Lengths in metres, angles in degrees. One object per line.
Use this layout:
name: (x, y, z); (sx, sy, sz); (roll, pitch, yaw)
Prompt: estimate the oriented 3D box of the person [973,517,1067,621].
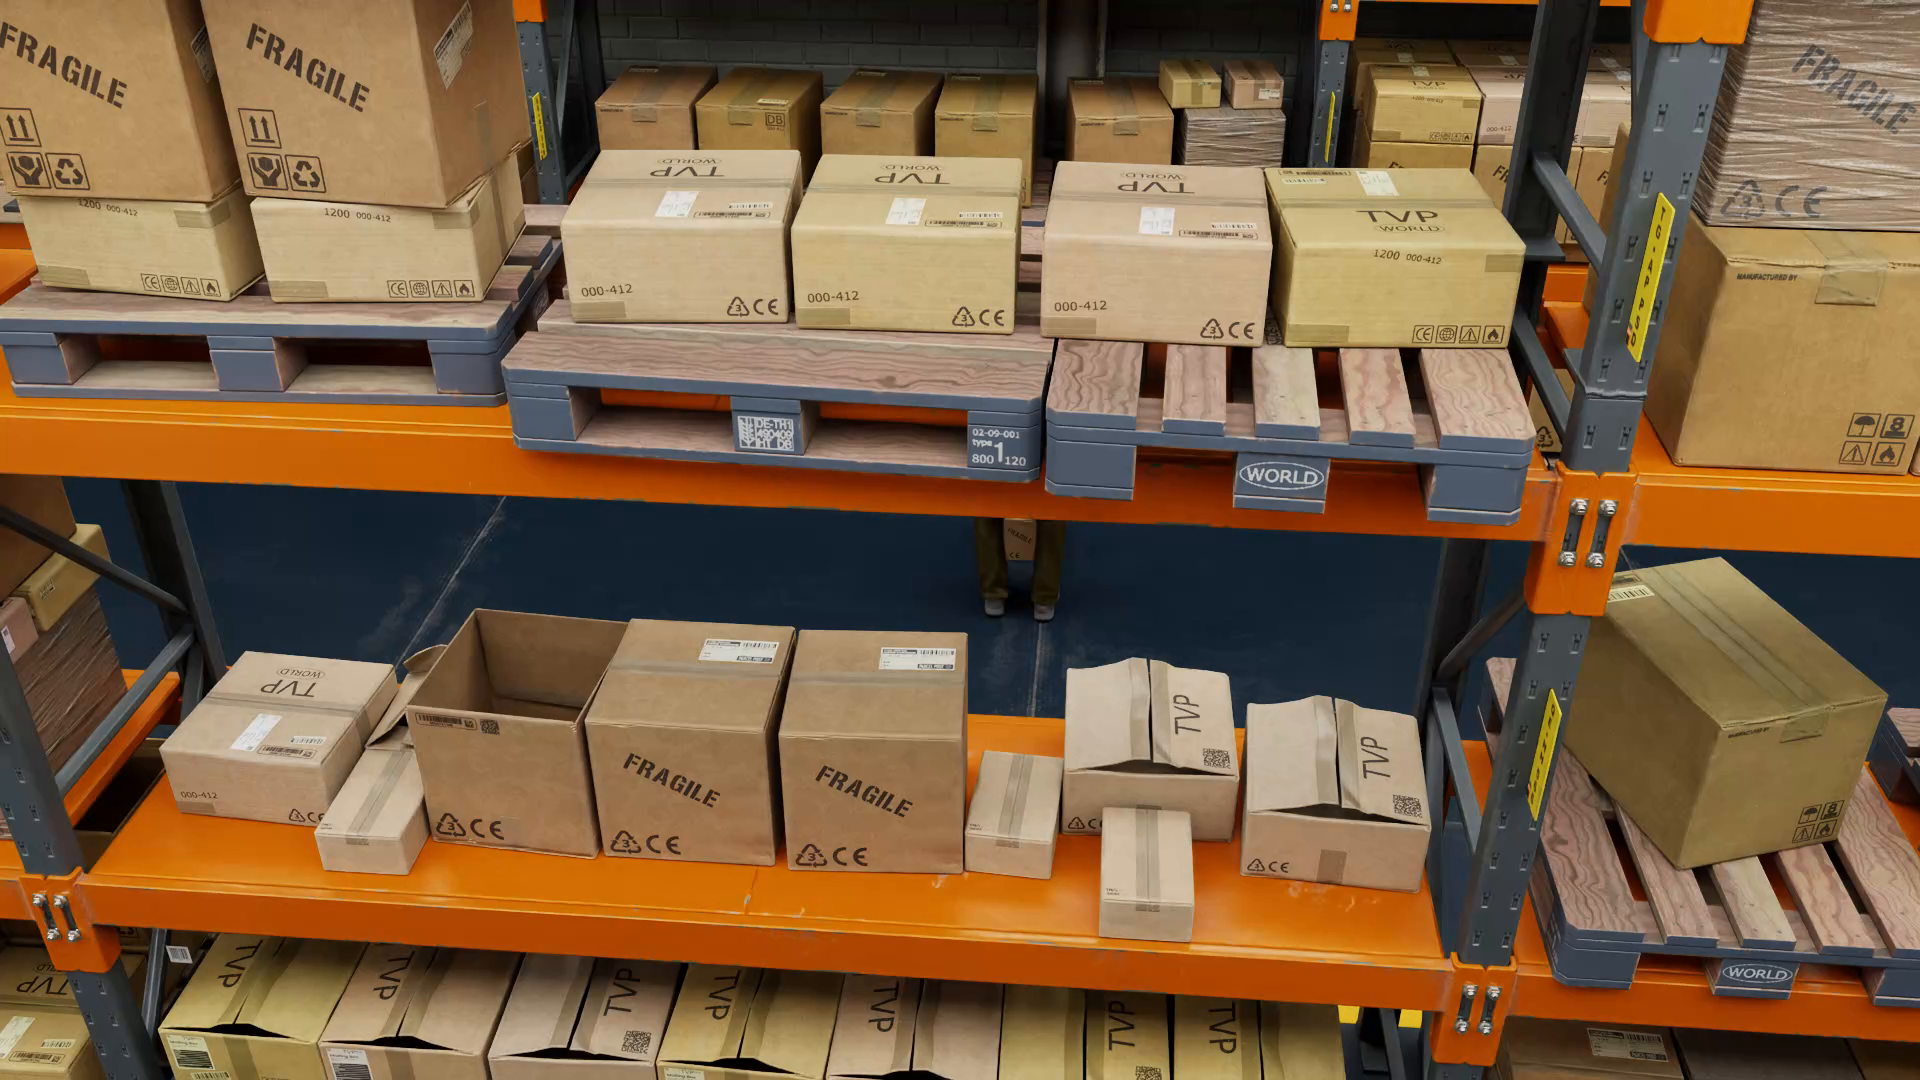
person: (0.263, -0.370, 7.894); (0.623, 1.577, 0.588); (3, 32, 5)
